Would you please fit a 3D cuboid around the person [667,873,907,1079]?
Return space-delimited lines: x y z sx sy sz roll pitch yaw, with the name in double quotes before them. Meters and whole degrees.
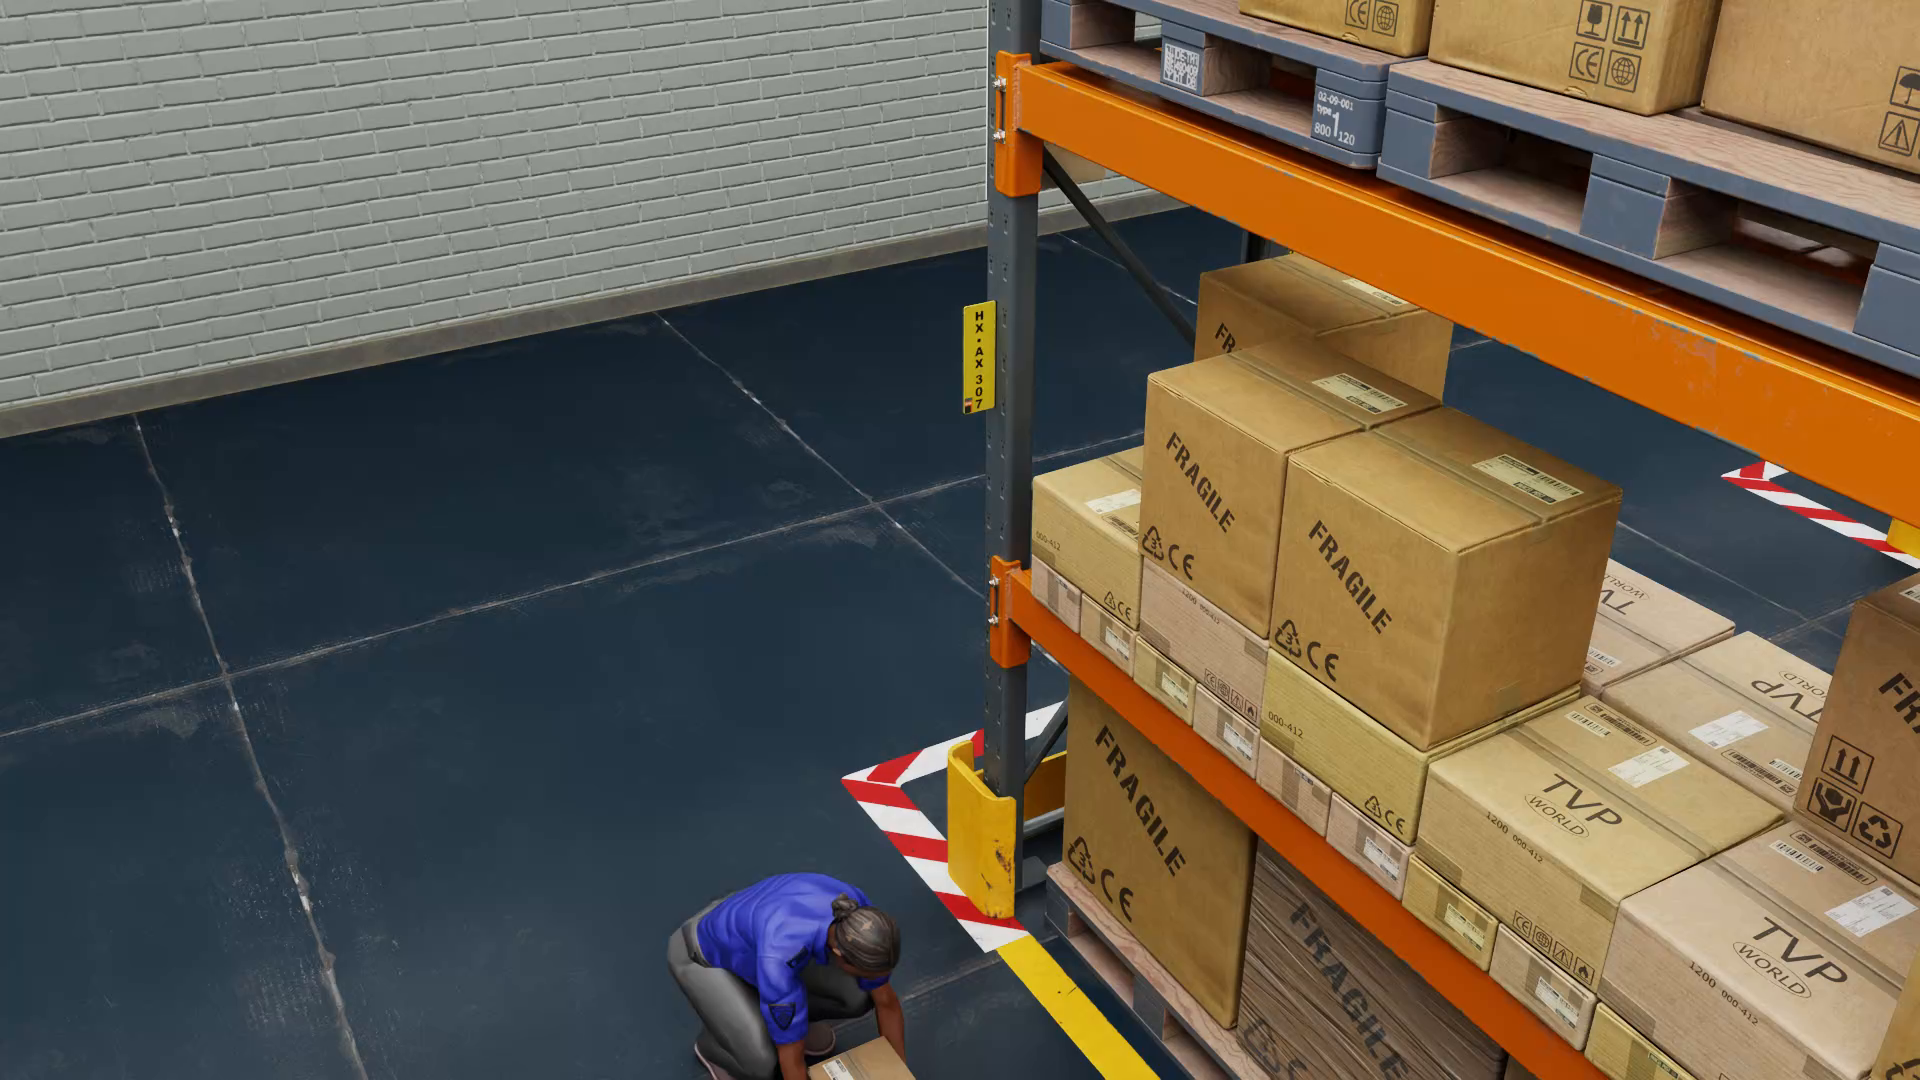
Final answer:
"person" -0.480 1.269 4.761 0.479 0.815 0.827 -25 38 -37
